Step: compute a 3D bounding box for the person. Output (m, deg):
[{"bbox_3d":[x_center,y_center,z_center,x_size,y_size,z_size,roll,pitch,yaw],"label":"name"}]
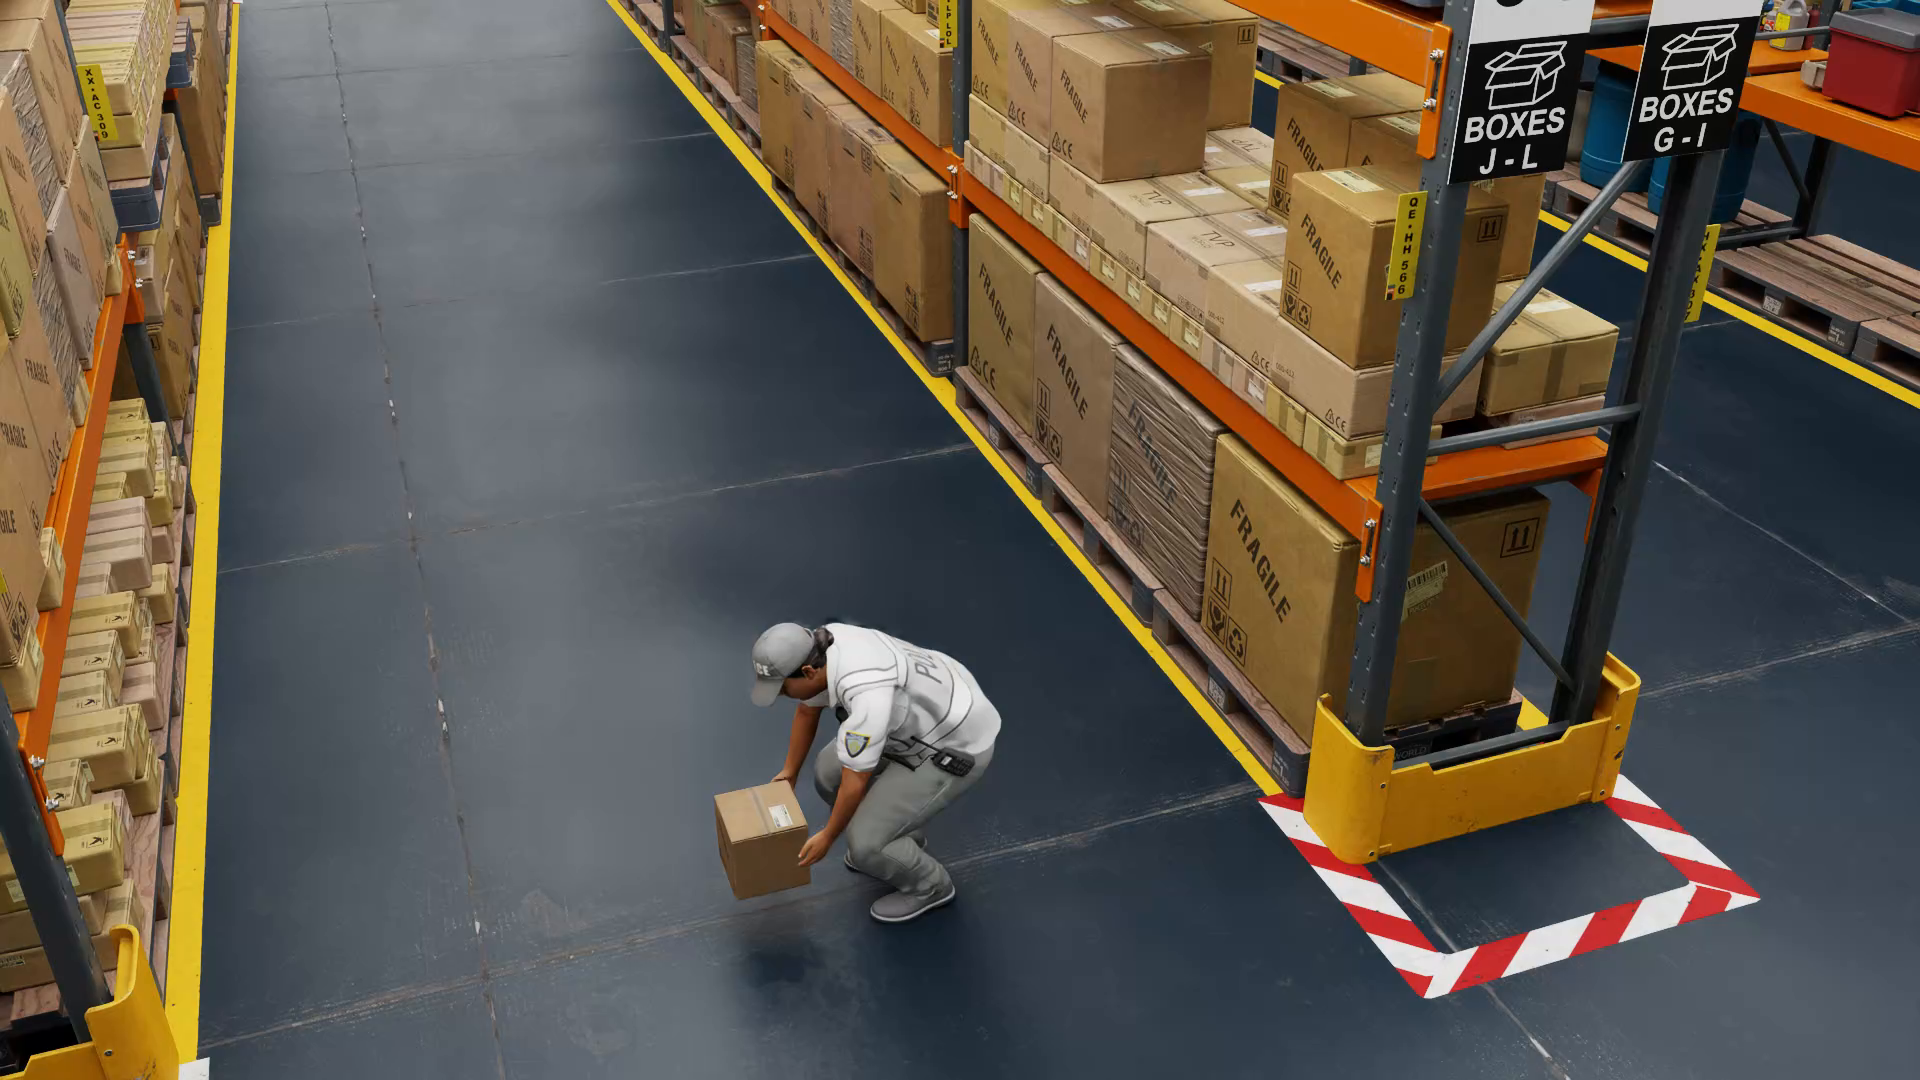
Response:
[{"bbox_3d":[-0.271,0.708,5.415,0.817,1.158,0.540,-11,32,-18],"label":"person"}]
